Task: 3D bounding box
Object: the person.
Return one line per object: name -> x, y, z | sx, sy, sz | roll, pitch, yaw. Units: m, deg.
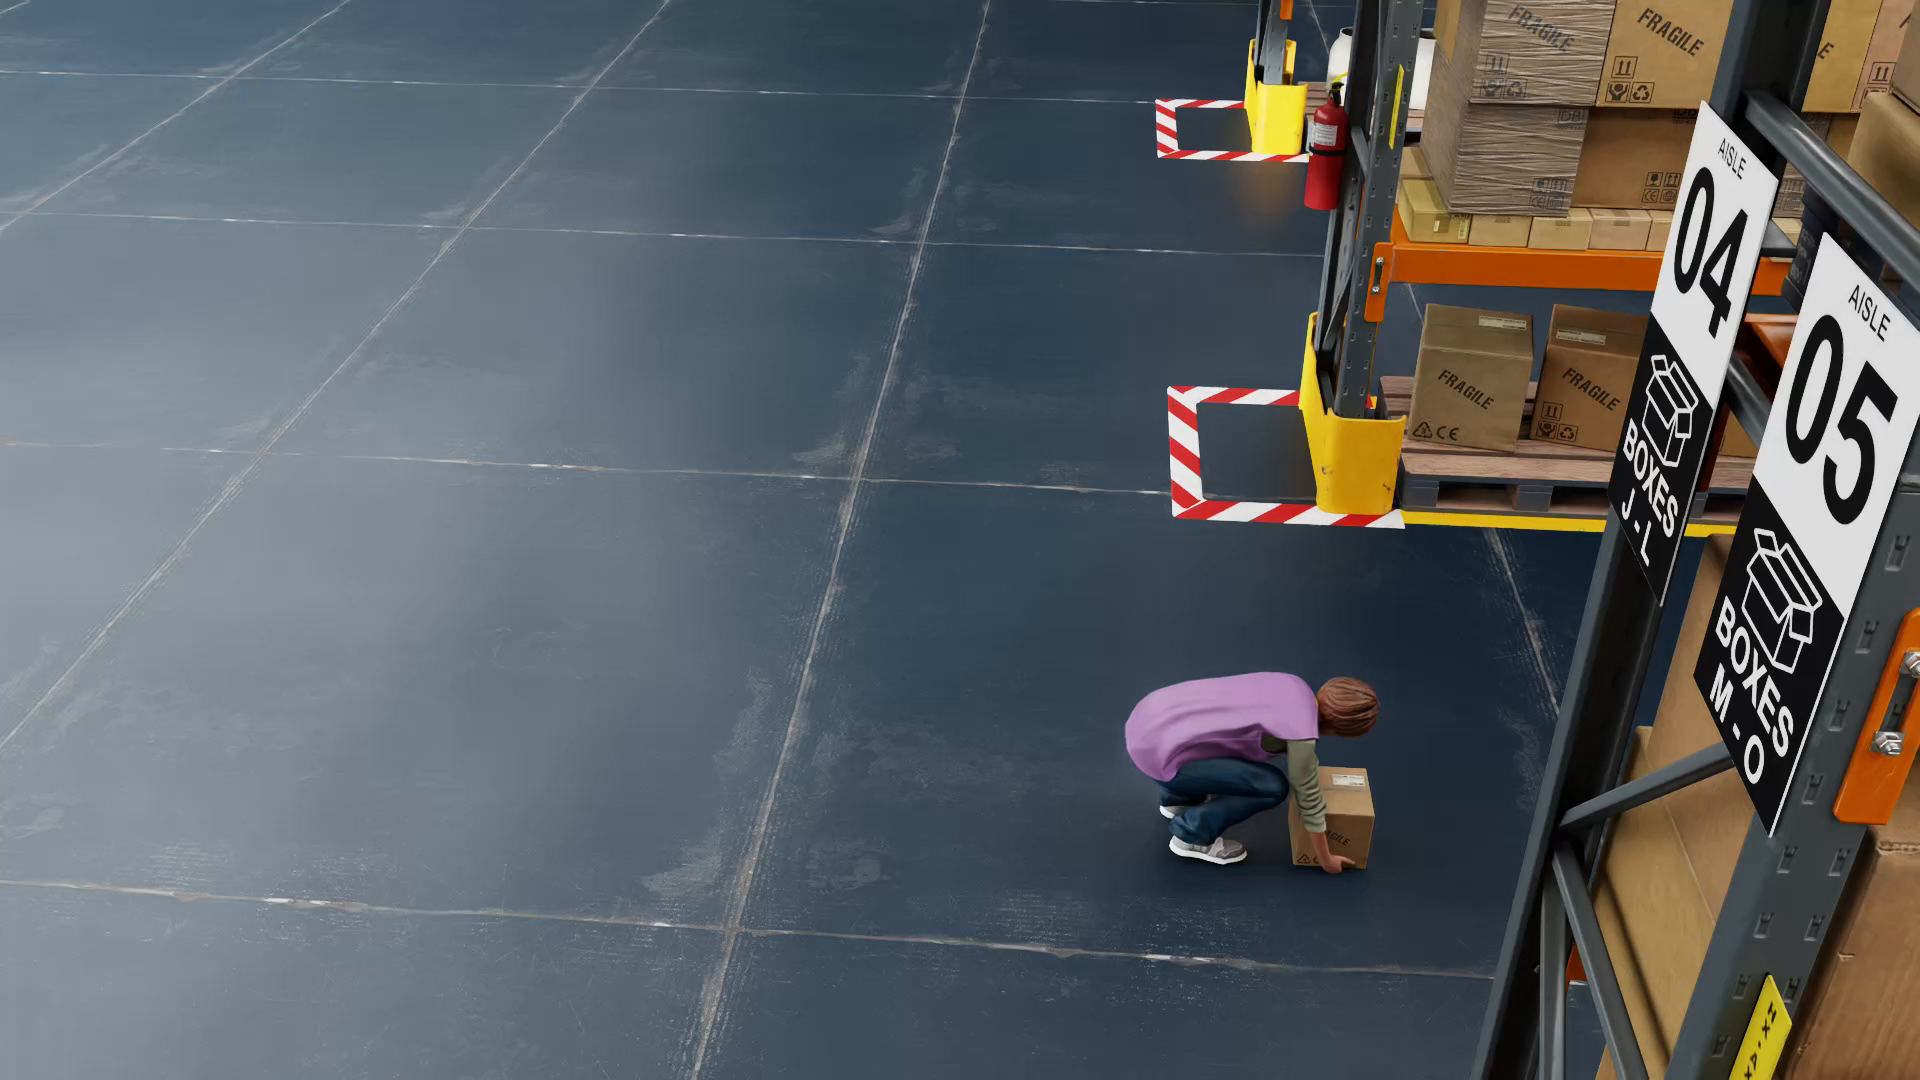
person -> 0.996, 0.779, 5.785 | 0.858, 0.708, 0.418 | 2, 32, 3
